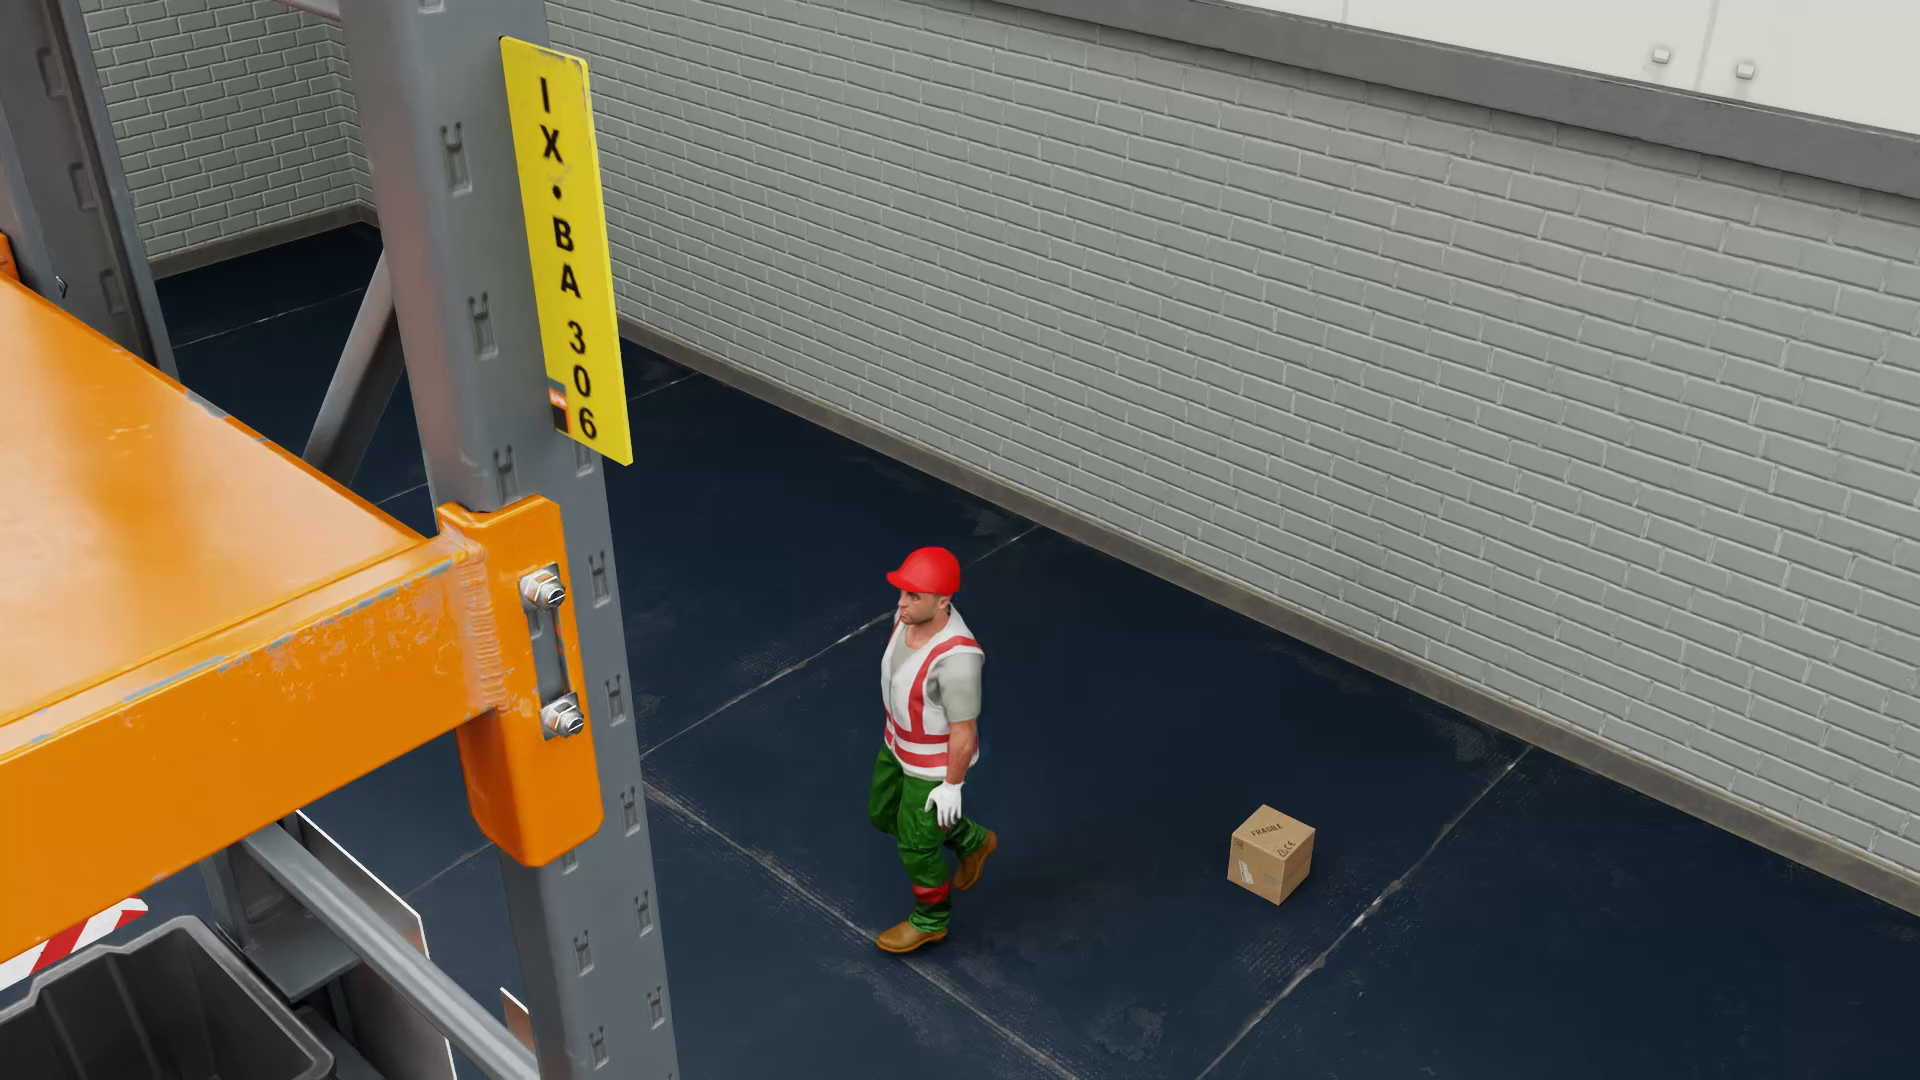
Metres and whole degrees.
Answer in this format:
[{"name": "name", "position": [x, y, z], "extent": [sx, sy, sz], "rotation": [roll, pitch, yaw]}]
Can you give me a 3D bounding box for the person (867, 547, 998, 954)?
[{"name": "person", "position": [-0.084, 0.780, 6.267], "extent": [0.585, 1.782, 0.574], "rotation": [-13, 34, -21]}]
